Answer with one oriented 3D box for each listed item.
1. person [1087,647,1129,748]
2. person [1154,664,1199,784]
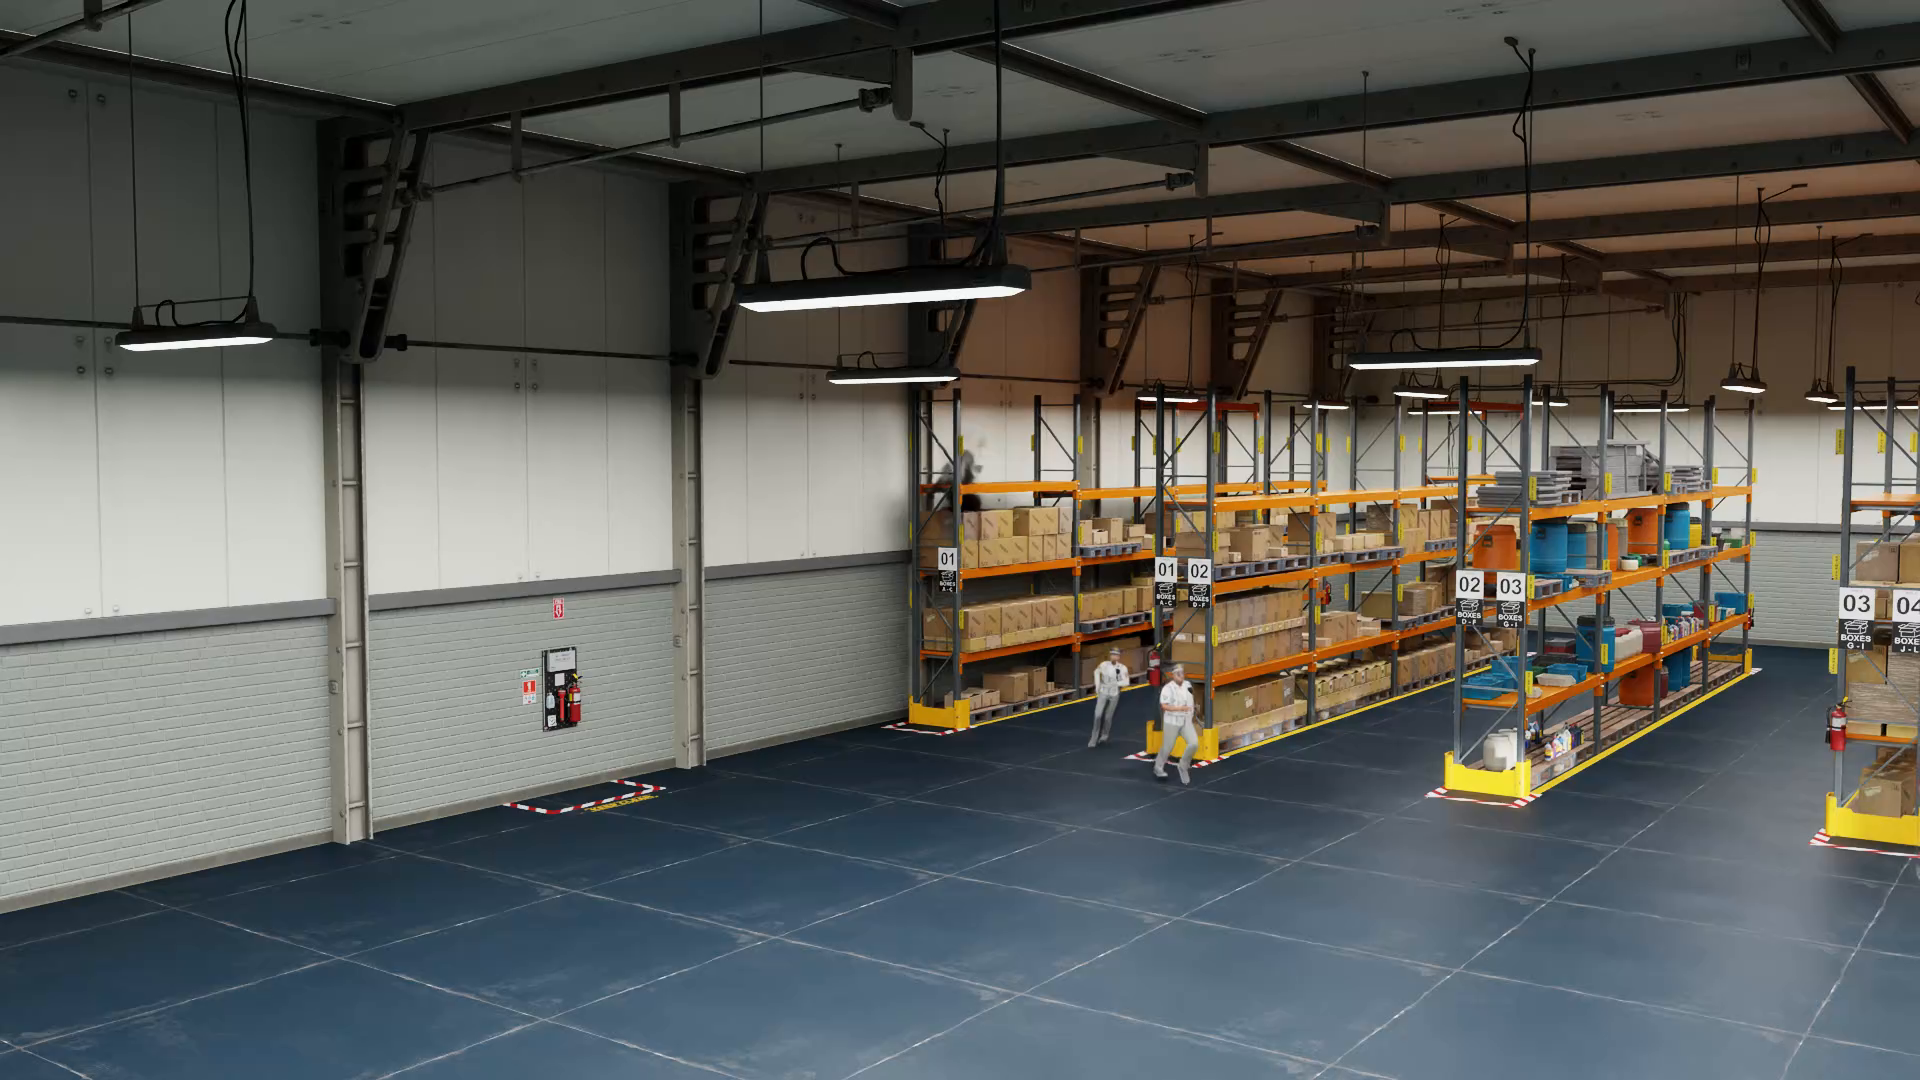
[{"bbox_3d":[2.498,2.613,27.751,0.673,1.705,0.719,1,3,12],"label":"person"},{"bbox_3d":[3.245,2.716,24.658,0.679,1.802,0.885,-1,4,-23],"label":"person"}]
